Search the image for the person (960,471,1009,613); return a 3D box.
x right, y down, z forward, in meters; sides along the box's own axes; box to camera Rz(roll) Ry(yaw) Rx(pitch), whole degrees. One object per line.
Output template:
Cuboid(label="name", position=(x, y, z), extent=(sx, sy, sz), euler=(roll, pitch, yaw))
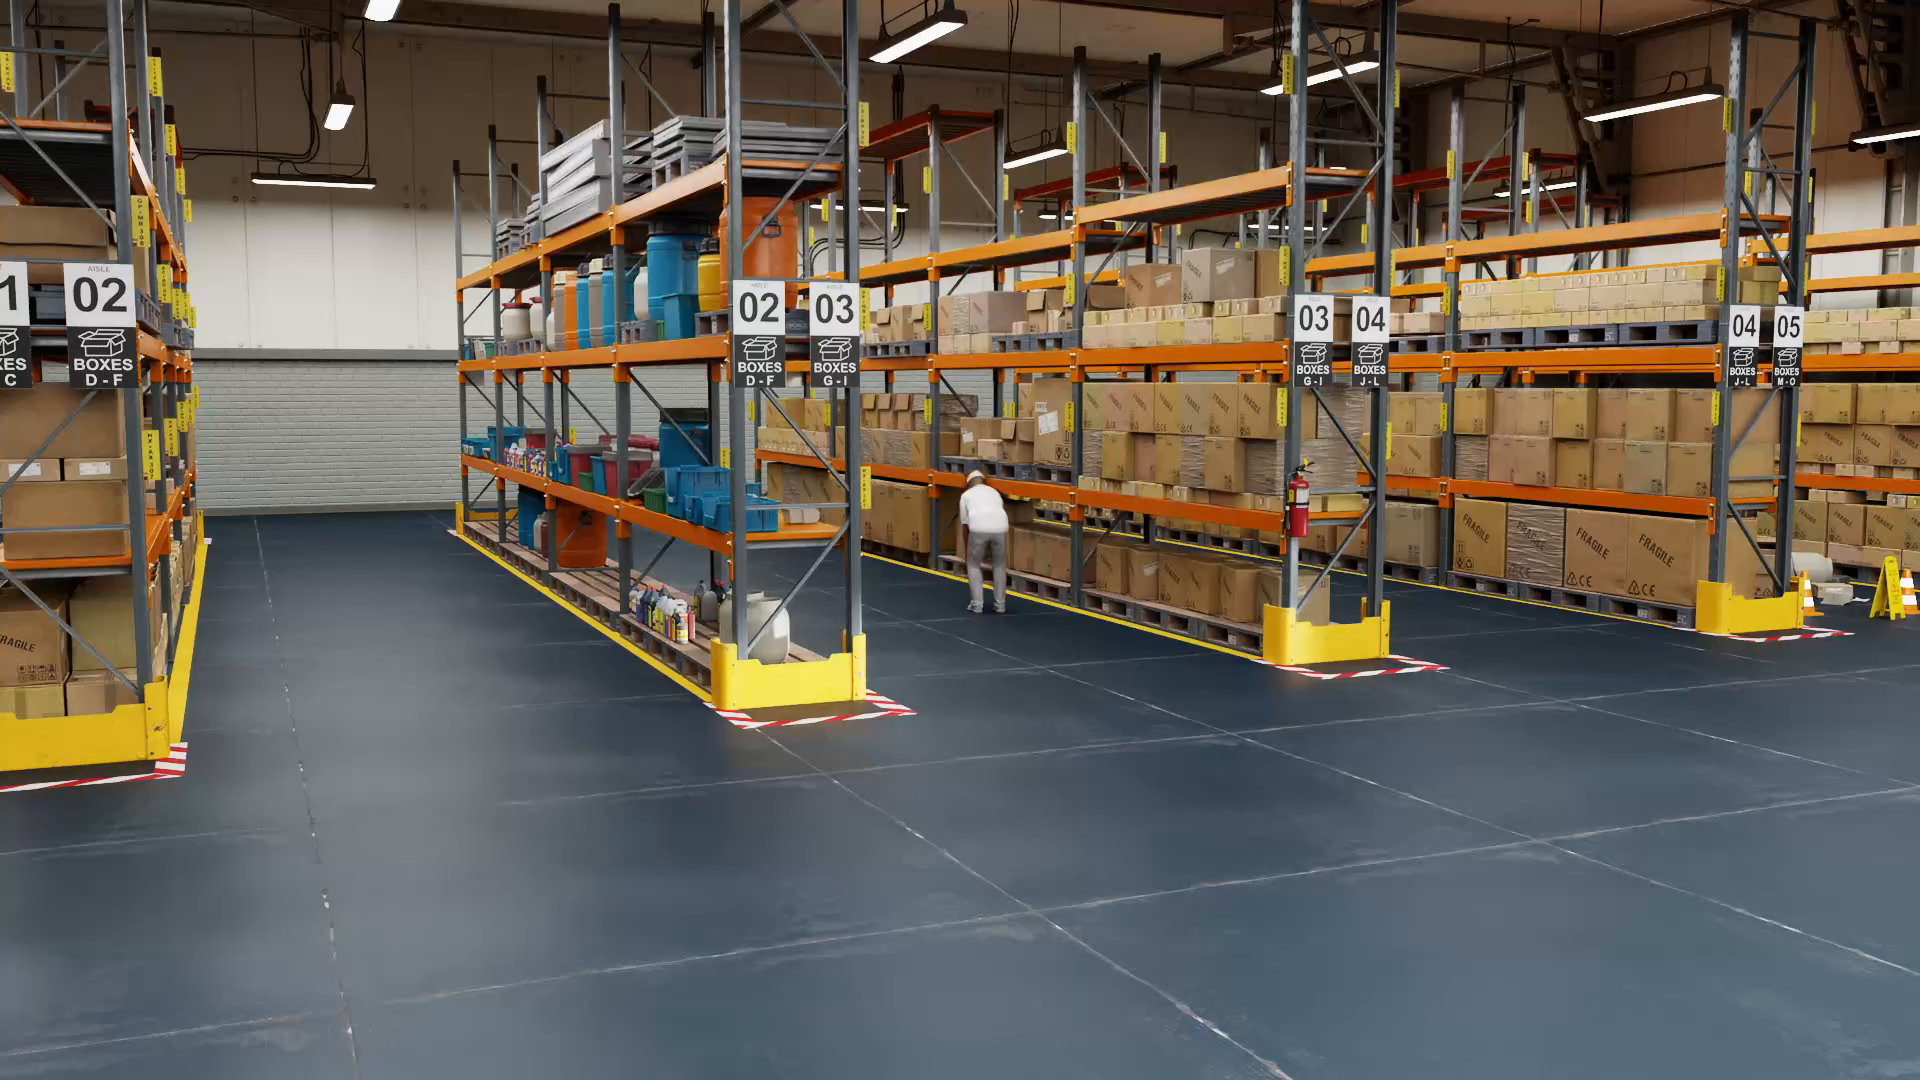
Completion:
Cuboid(label="person", position=(0.246, 0.009, 18.019), extent=(0.461, 1.489, 0.843), euler=(-1, 5, -12))
